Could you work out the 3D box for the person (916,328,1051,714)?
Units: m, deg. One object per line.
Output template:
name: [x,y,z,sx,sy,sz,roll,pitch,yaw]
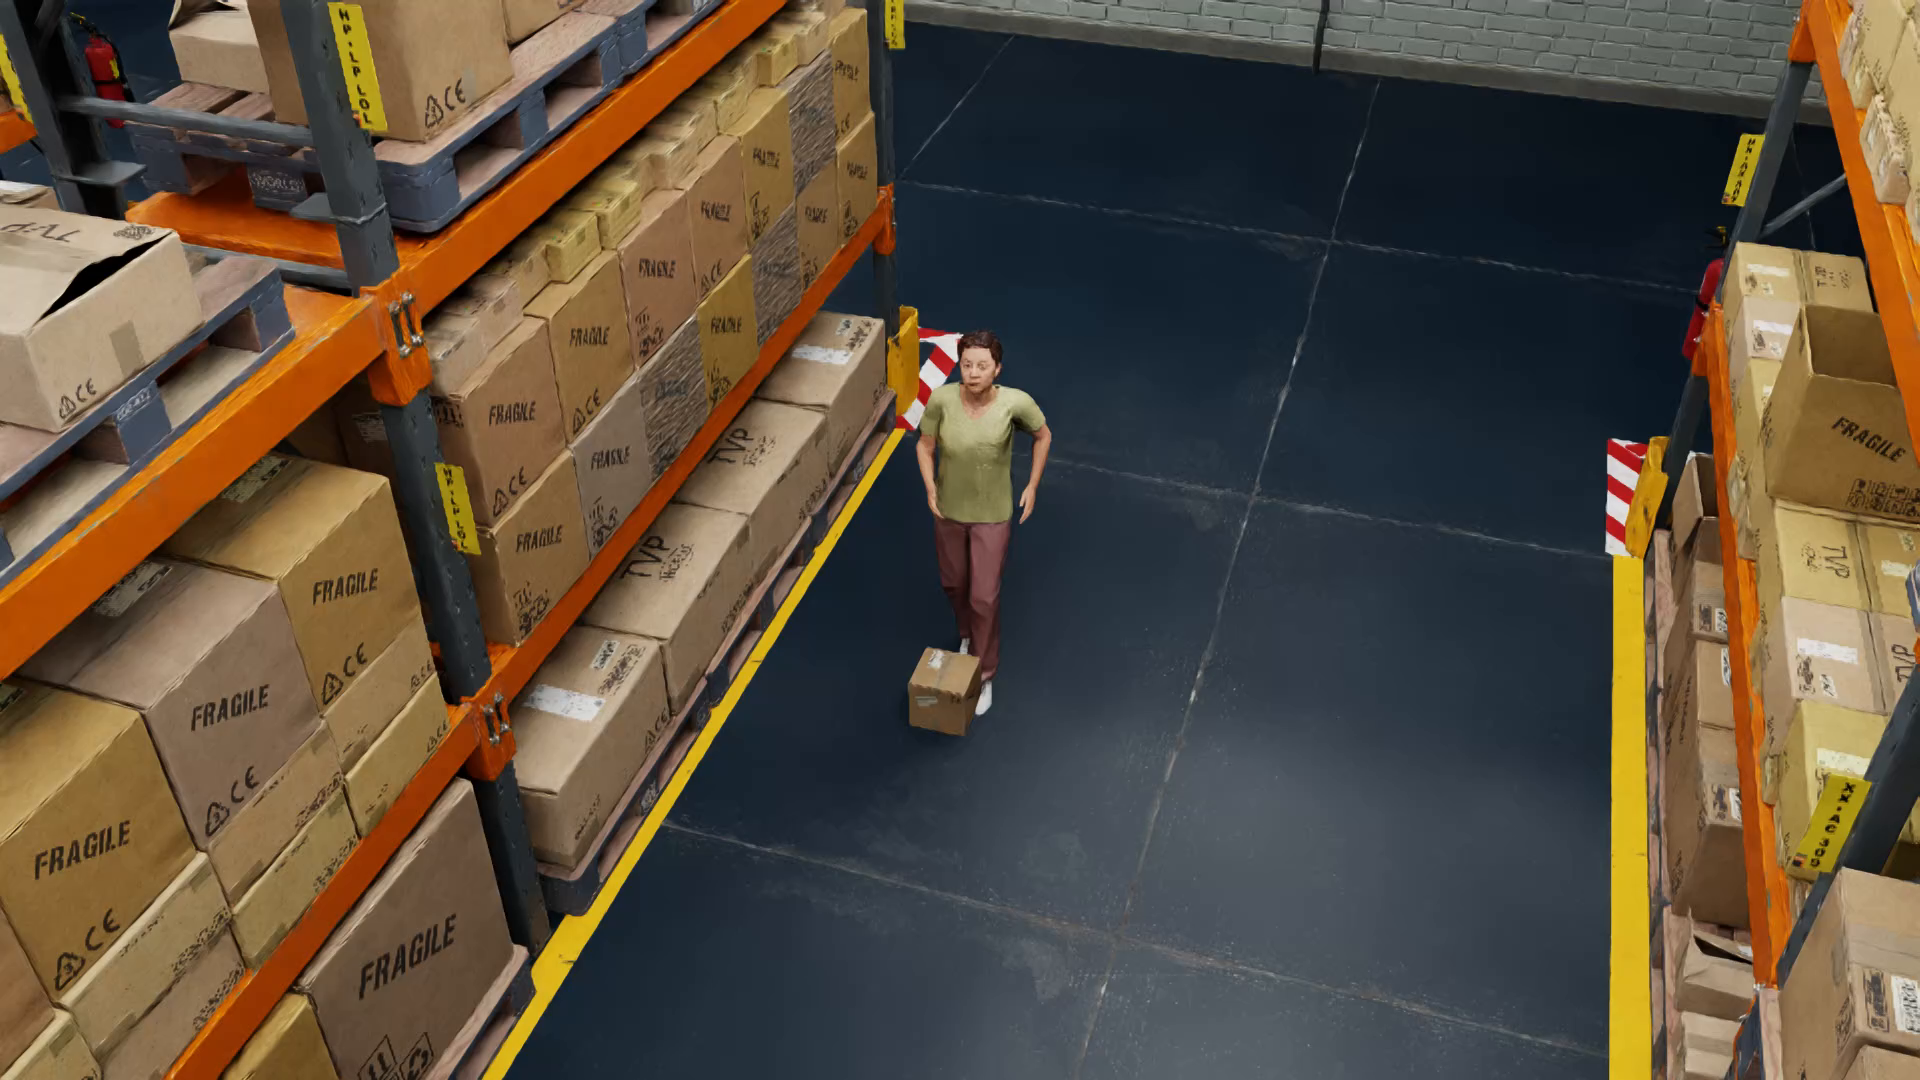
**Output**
person: [0.048,0.015,7.116,0.532,1.435,0.603,12,39,15]
